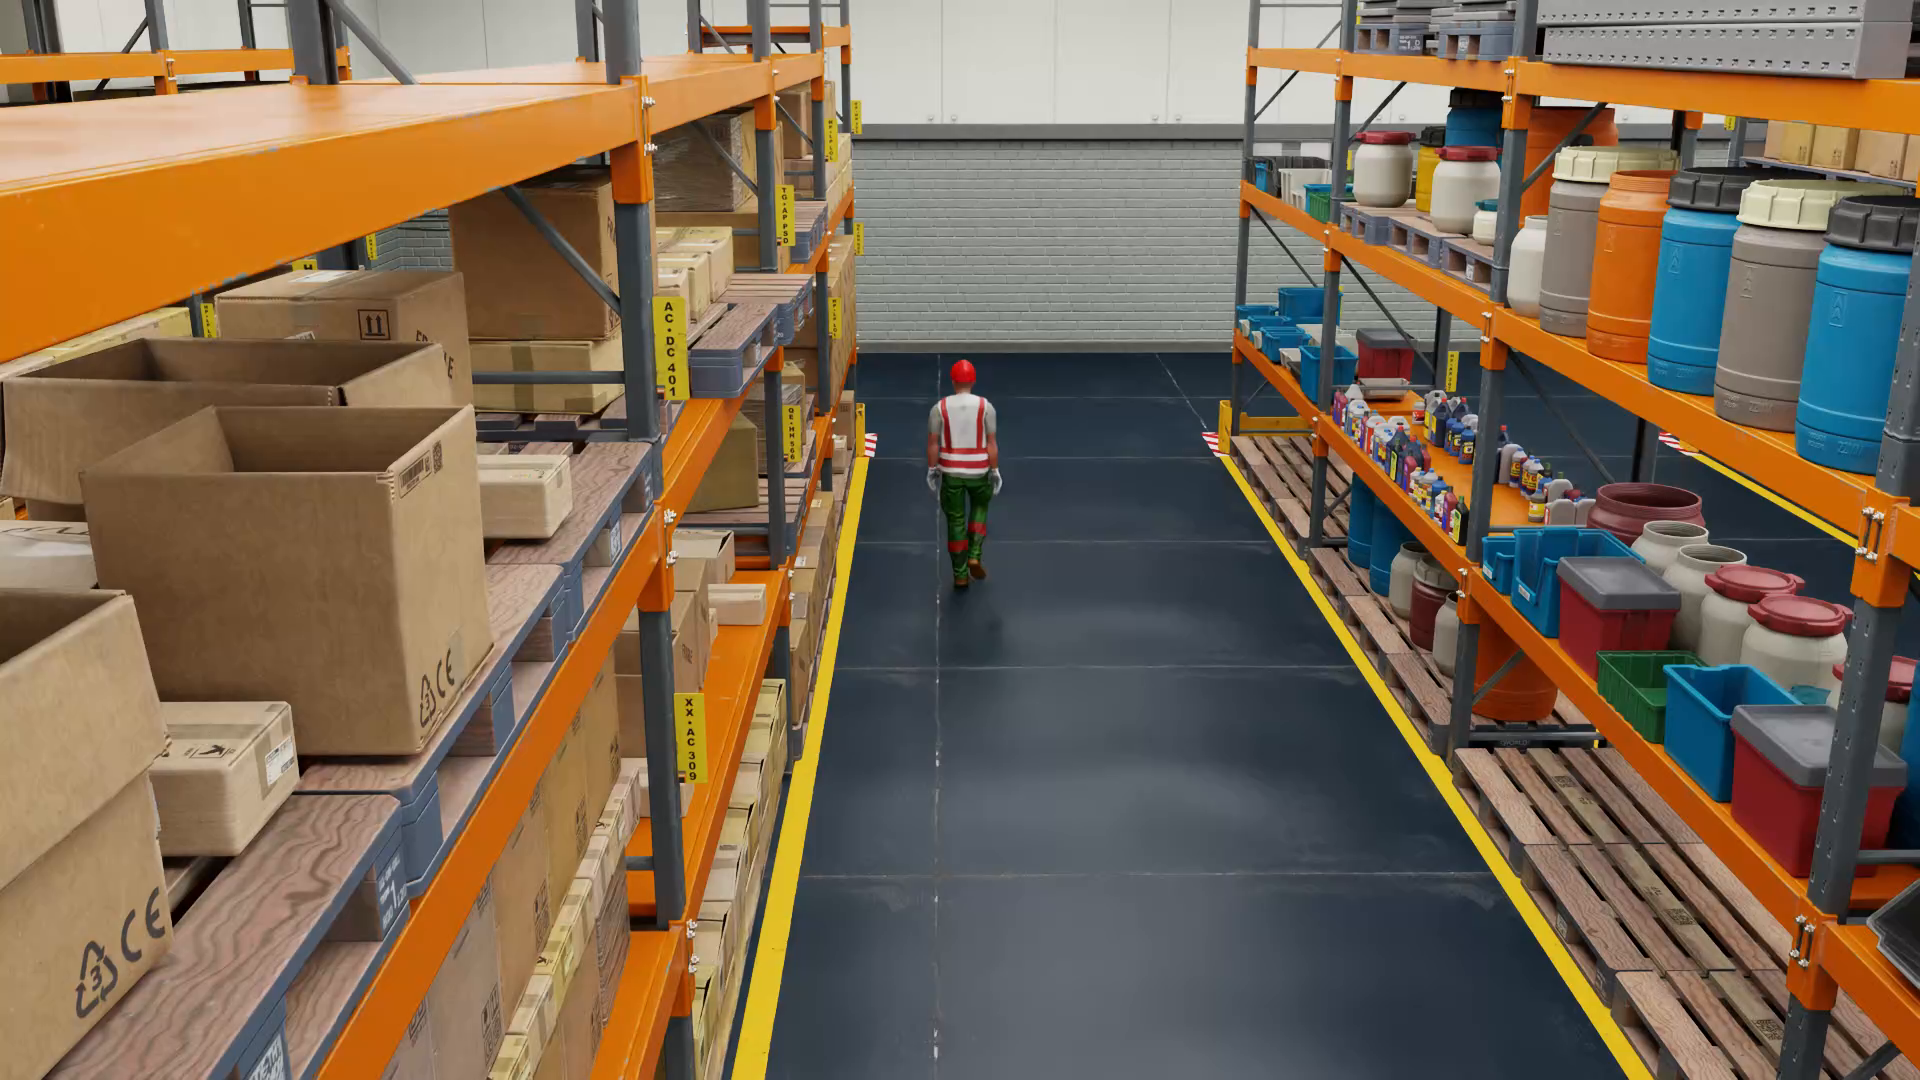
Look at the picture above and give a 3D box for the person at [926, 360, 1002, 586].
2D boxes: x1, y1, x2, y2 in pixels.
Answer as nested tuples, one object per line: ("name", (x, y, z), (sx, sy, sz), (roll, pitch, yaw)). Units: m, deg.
("person", (0.027, -0.529, 13.200), (0.590, 1.819, 0.504), (-1, 17, -3))
